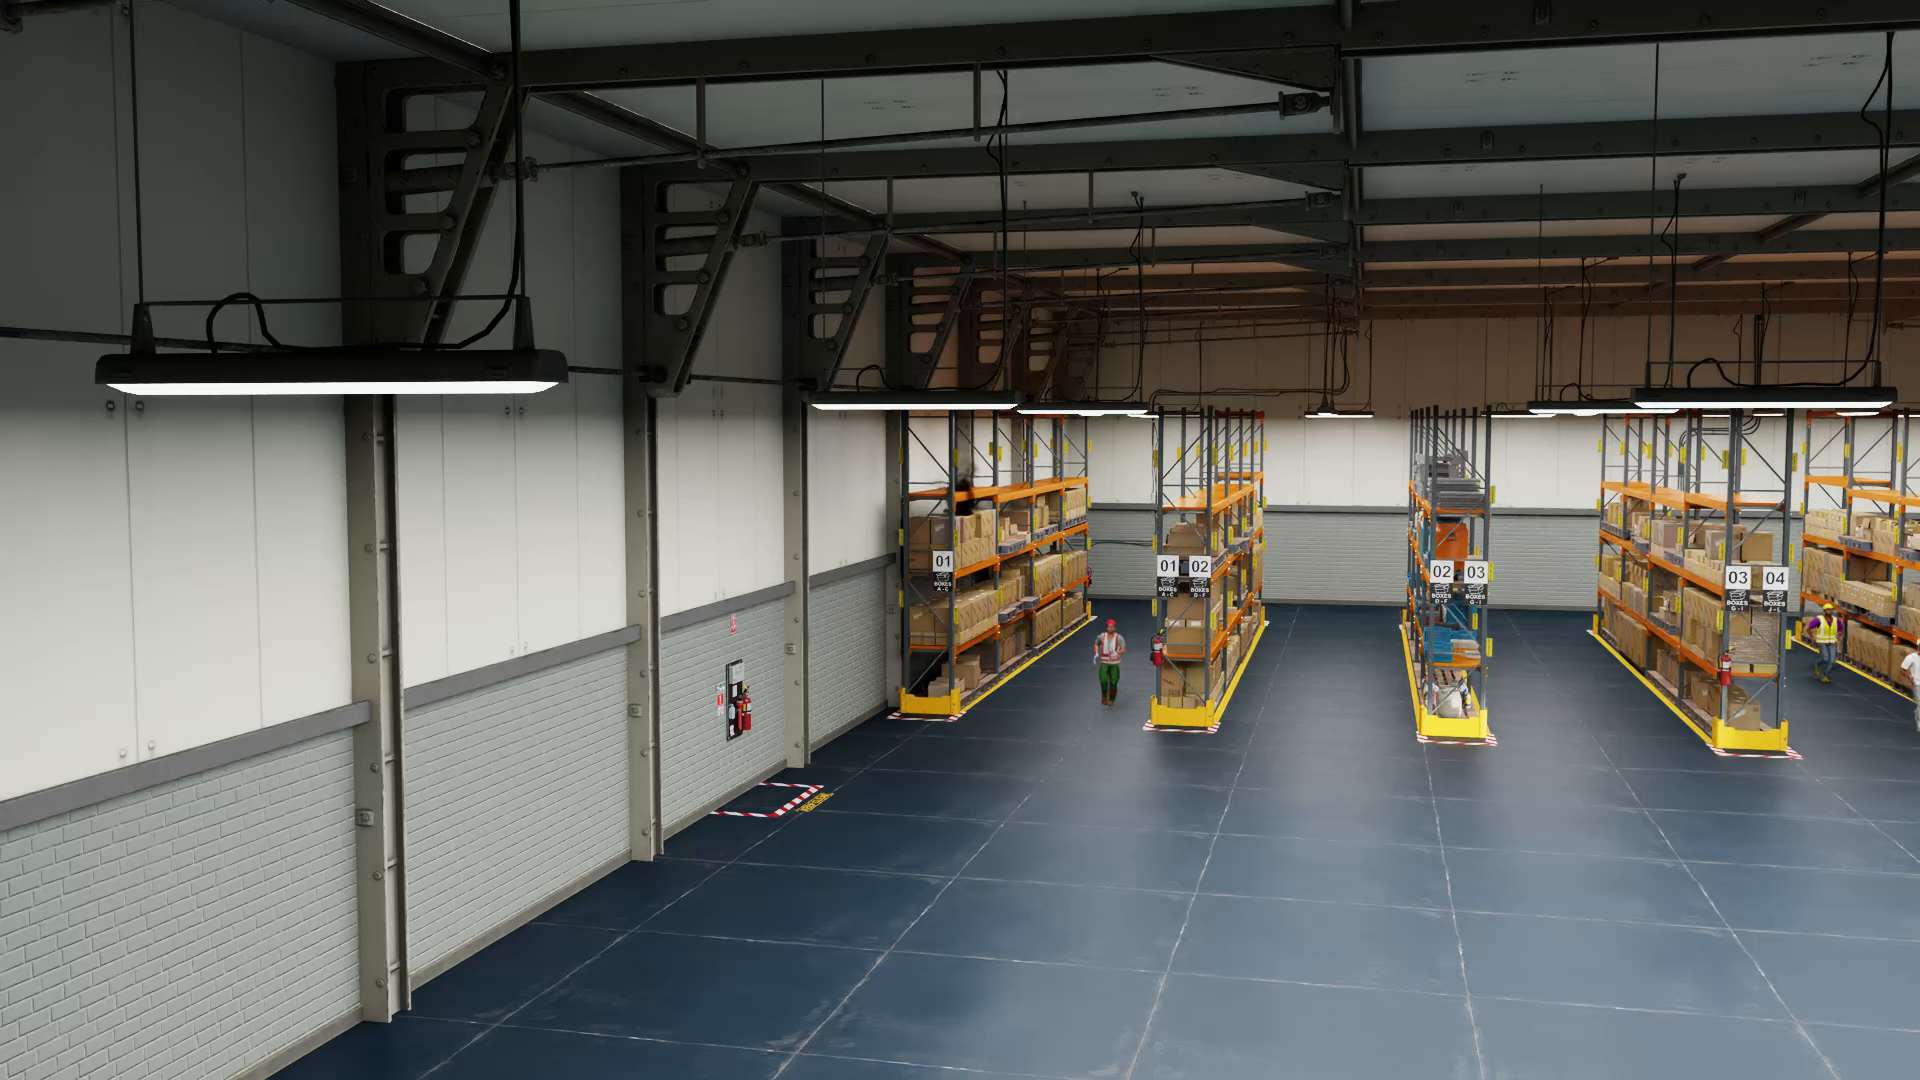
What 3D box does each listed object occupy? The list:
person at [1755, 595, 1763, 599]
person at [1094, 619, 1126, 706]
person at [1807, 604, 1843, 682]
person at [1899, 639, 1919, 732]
[{"bbox_3d":[20.525,1.791,43.166,0.674,1.654,0.900,3,5,35],"label":"person"},{"bbox_3d":[2.971,2.455,33.069,0.646,1.743,0.650,1,4,9],"label":"person"},{"bbox_3d":[18.962,2.254,36.358,0.698,1.720,0.576,1,4,8],"label":"person"},{"bbox_3d":[17.709,2.666,30.638,0.700,1.719,0.625,0,4,7],"label":"person"}]
